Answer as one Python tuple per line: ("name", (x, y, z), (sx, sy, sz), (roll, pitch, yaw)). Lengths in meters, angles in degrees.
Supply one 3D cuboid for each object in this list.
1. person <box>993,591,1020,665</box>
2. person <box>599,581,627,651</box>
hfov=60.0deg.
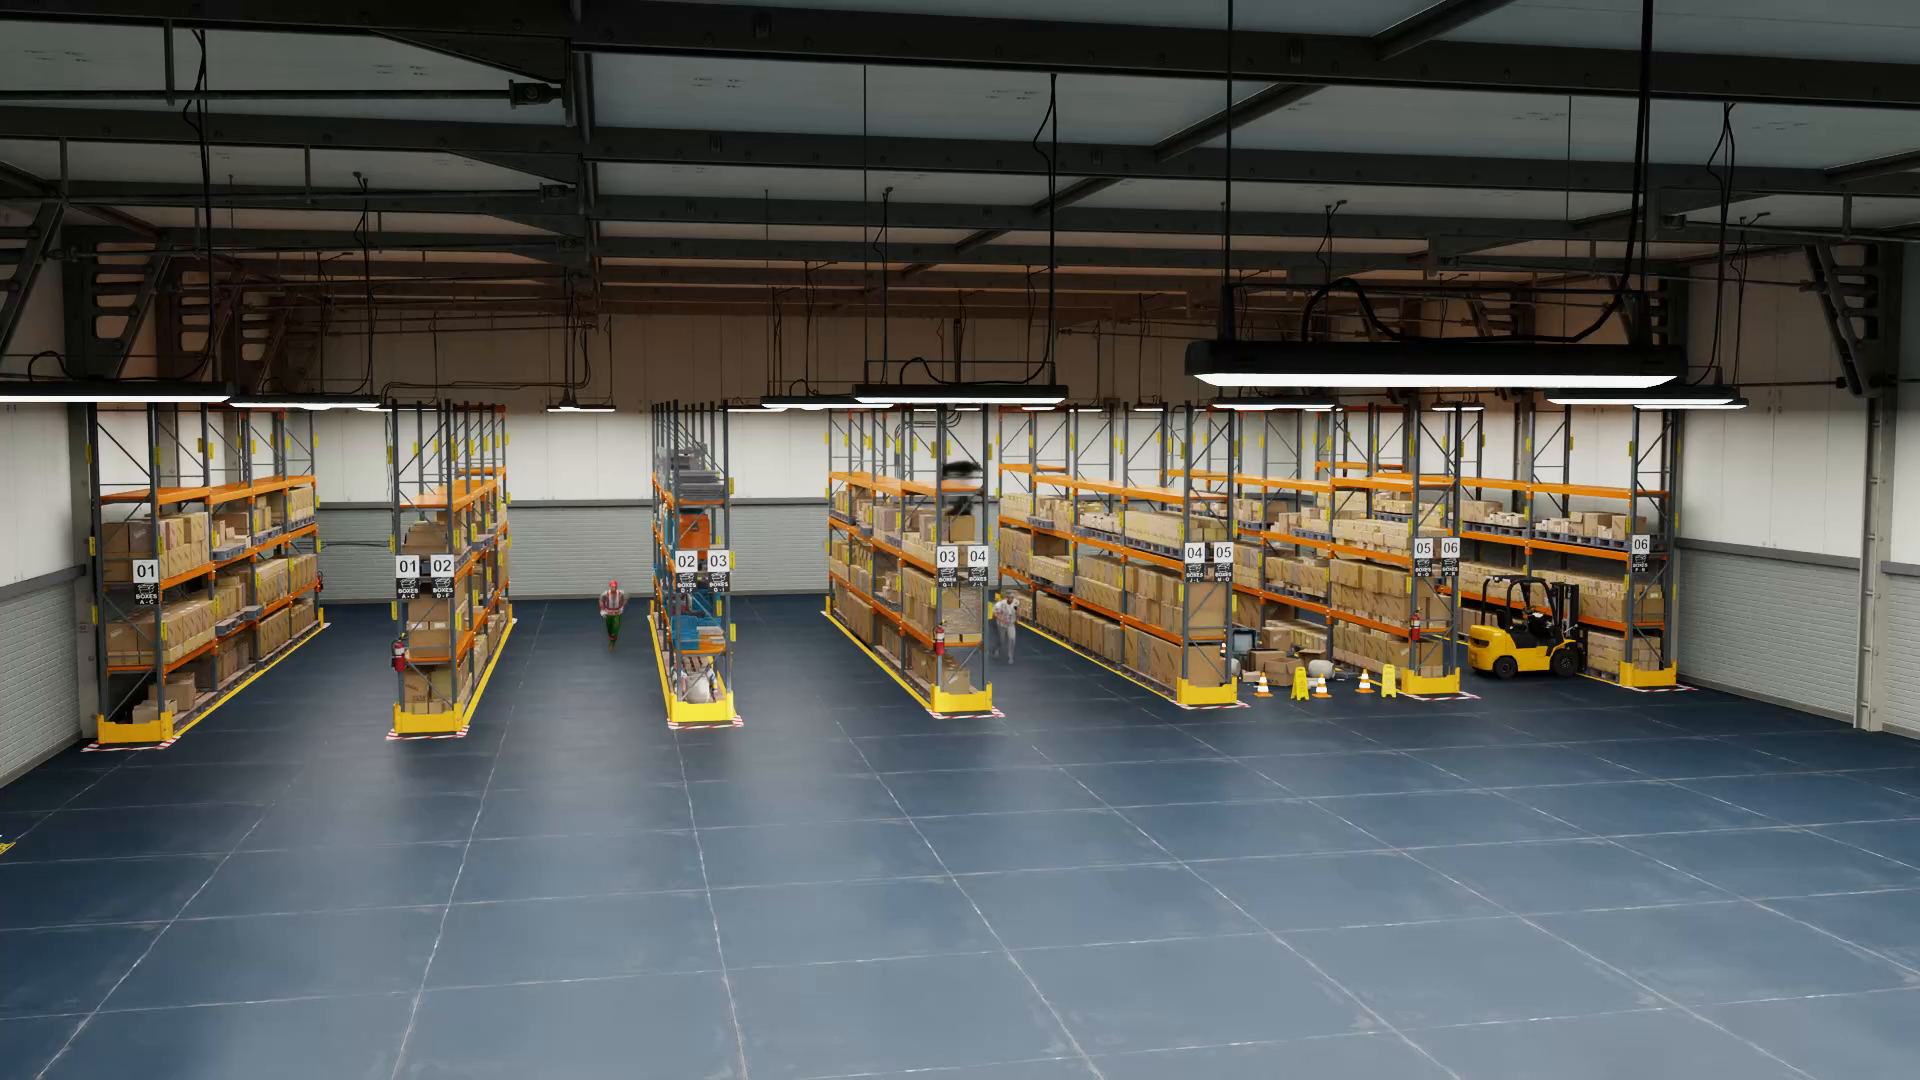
("person", (1.030, 2.001, 38.595), (0.702, 1.726, 1.024), (-2, 5, -24))
("person", (-8.470, 1.828, 40.610), (0.661, 1.723, 0.898), (-1, 5, -18))
